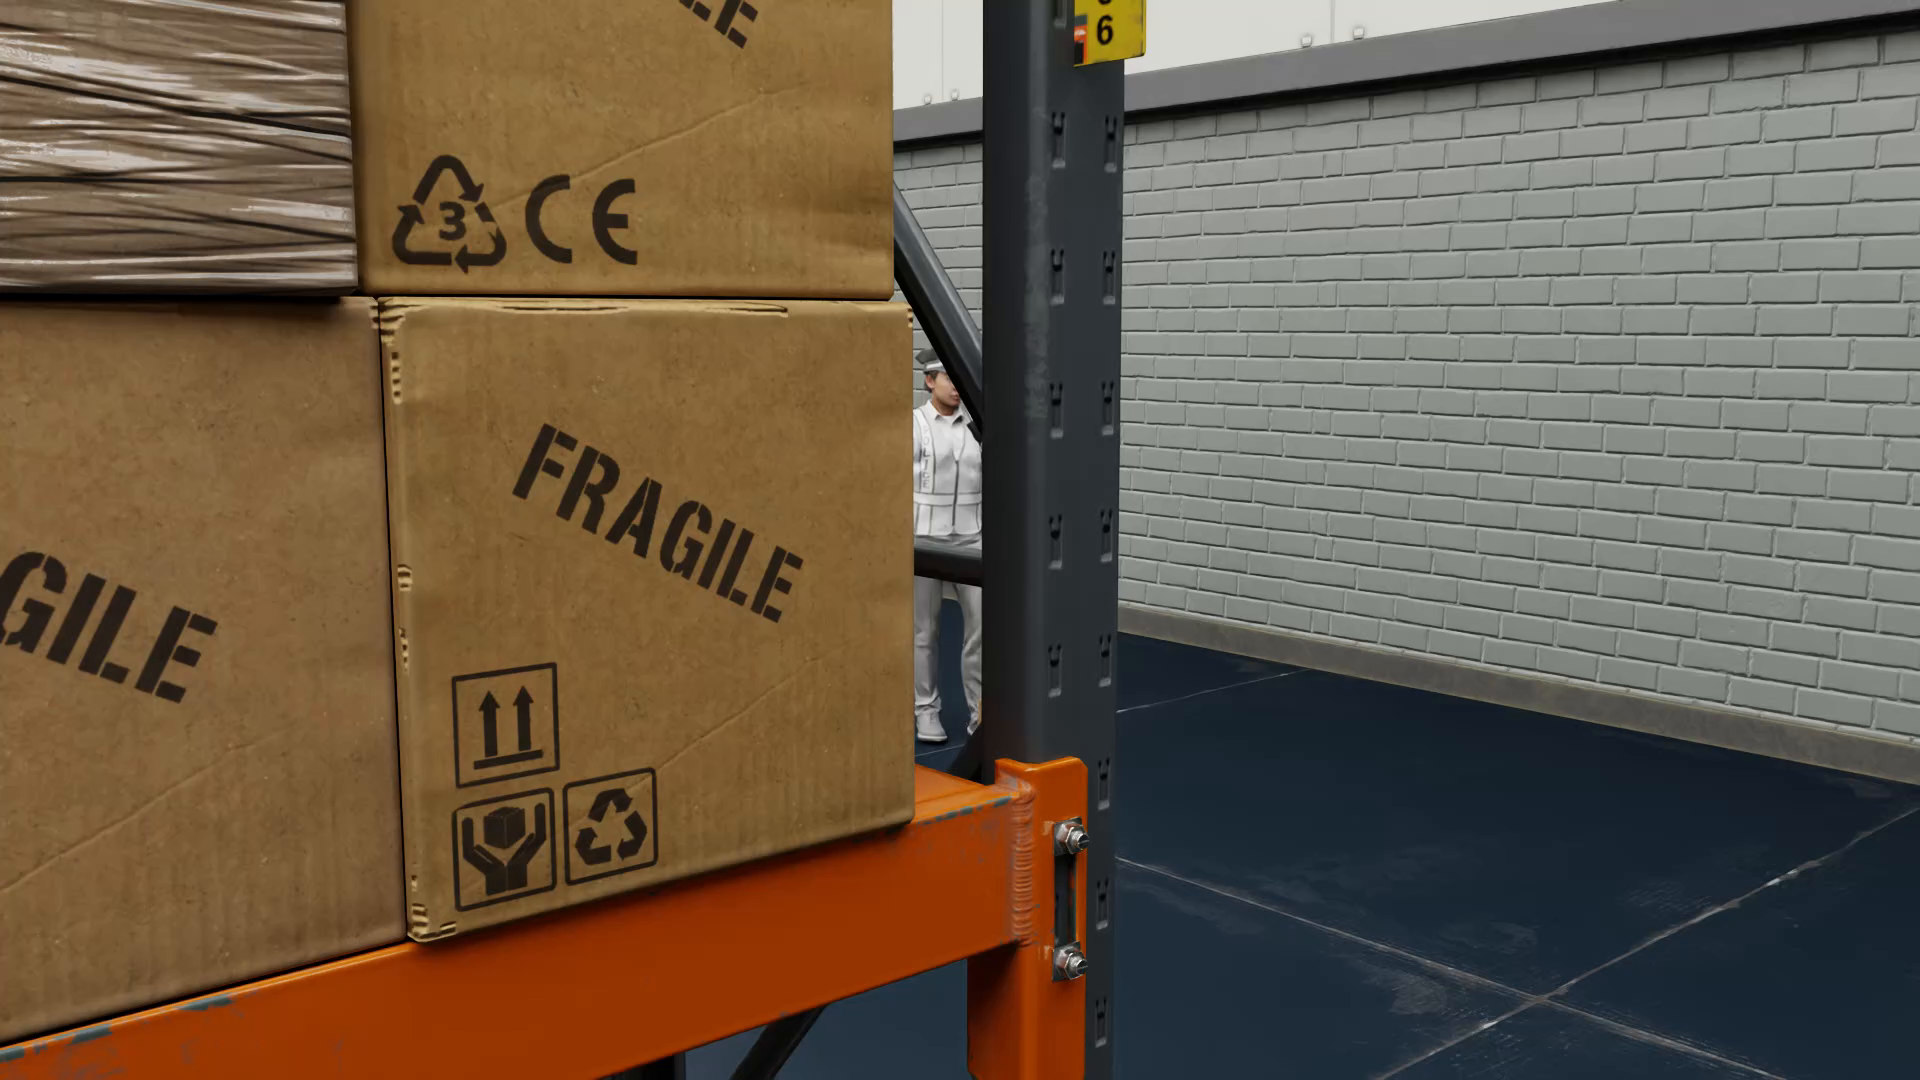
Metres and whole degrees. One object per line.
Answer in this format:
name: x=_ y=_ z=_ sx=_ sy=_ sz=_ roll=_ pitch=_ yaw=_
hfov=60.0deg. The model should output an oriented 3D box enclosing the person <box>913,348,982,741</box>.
person: x=-0.042 y=0.041 z=6.965 sx=0.516 sy=1.709 sz=0.505 roll=-3 pitch=8 yaw=-20
